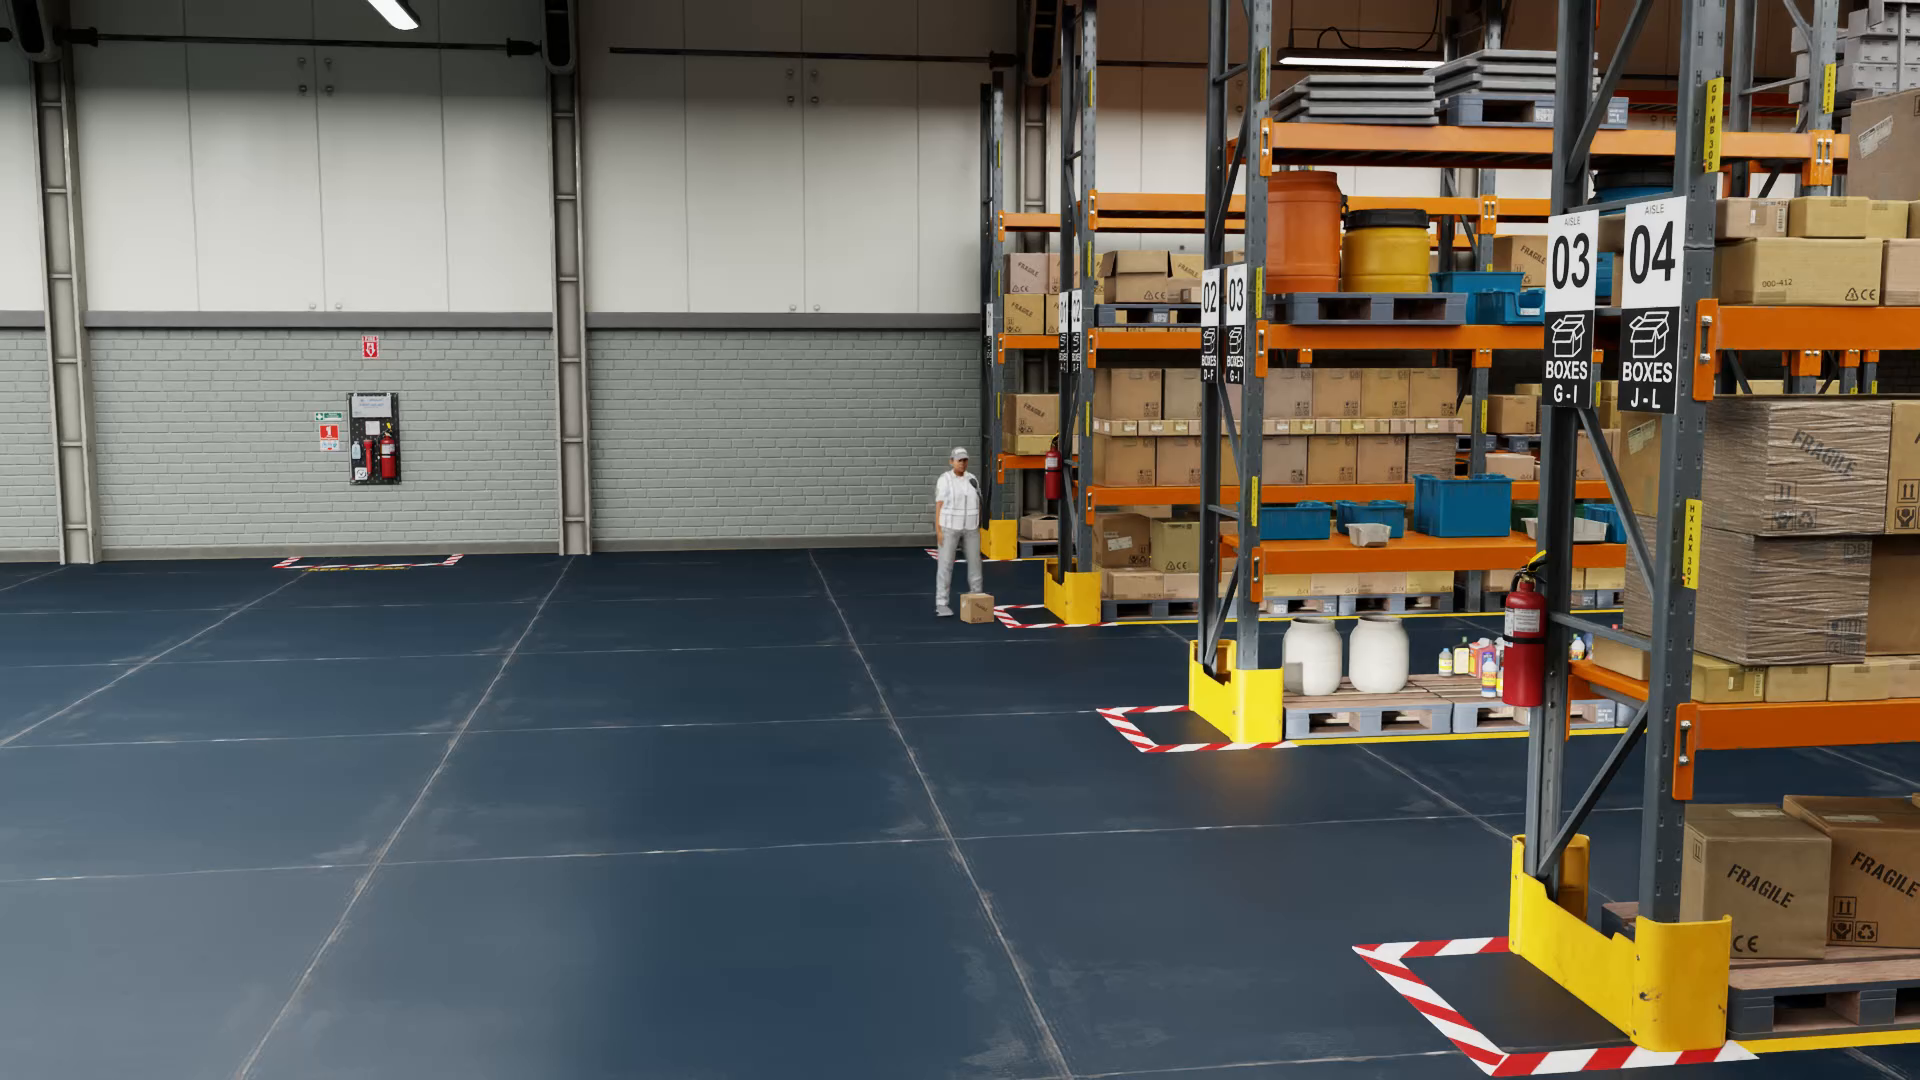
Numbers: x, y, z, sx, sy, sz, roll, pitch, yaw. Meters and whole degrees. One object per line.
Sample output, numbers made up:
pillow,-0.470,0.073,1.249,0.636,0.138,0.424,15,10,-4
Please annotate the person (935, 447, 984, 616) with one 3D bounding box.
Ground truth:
person,0.006,-0.093,16.590,0.535,1.663,0.378,-3,7,-22
